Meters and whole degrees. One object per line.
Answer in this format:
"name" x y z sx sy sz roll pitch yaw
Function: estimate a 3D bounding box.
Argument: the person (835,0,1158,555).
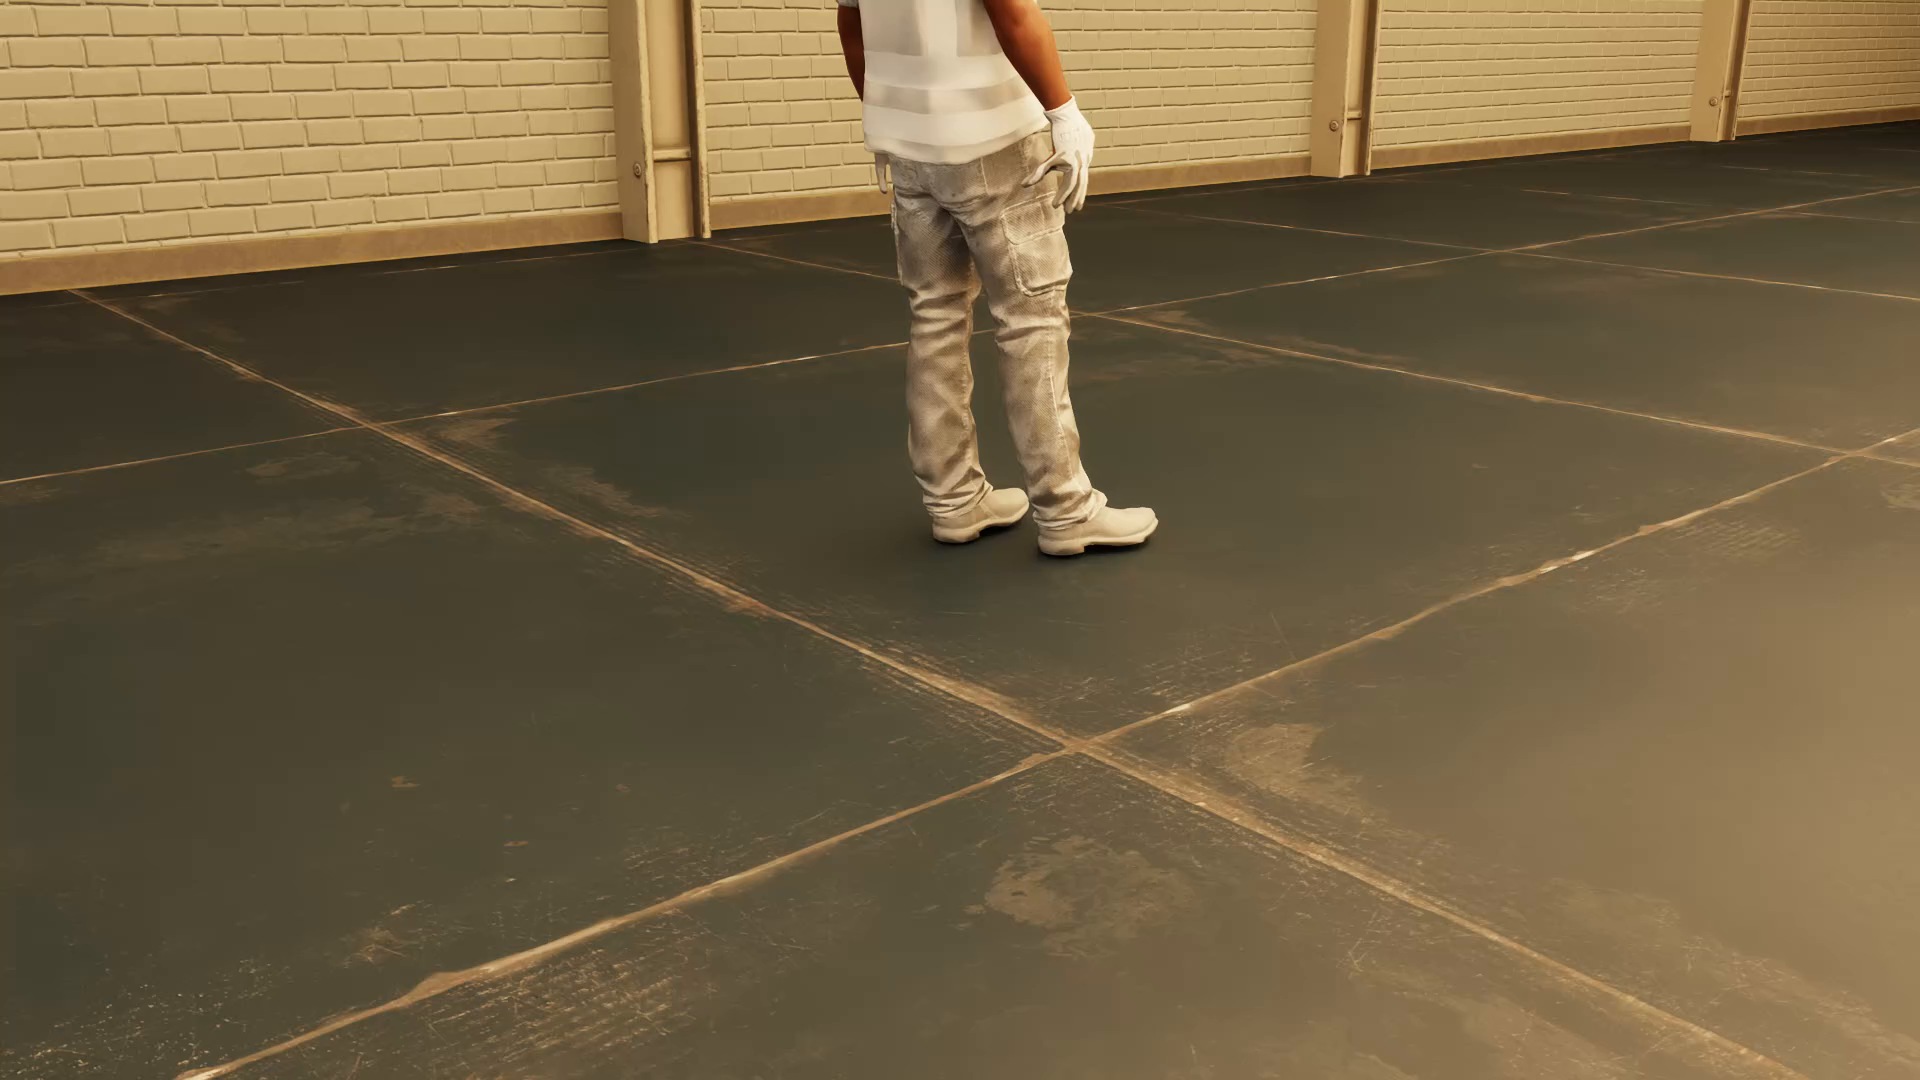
"person" 0.060 -0.870 3.618 0.577 1.782 0.656 -14 22 -38
